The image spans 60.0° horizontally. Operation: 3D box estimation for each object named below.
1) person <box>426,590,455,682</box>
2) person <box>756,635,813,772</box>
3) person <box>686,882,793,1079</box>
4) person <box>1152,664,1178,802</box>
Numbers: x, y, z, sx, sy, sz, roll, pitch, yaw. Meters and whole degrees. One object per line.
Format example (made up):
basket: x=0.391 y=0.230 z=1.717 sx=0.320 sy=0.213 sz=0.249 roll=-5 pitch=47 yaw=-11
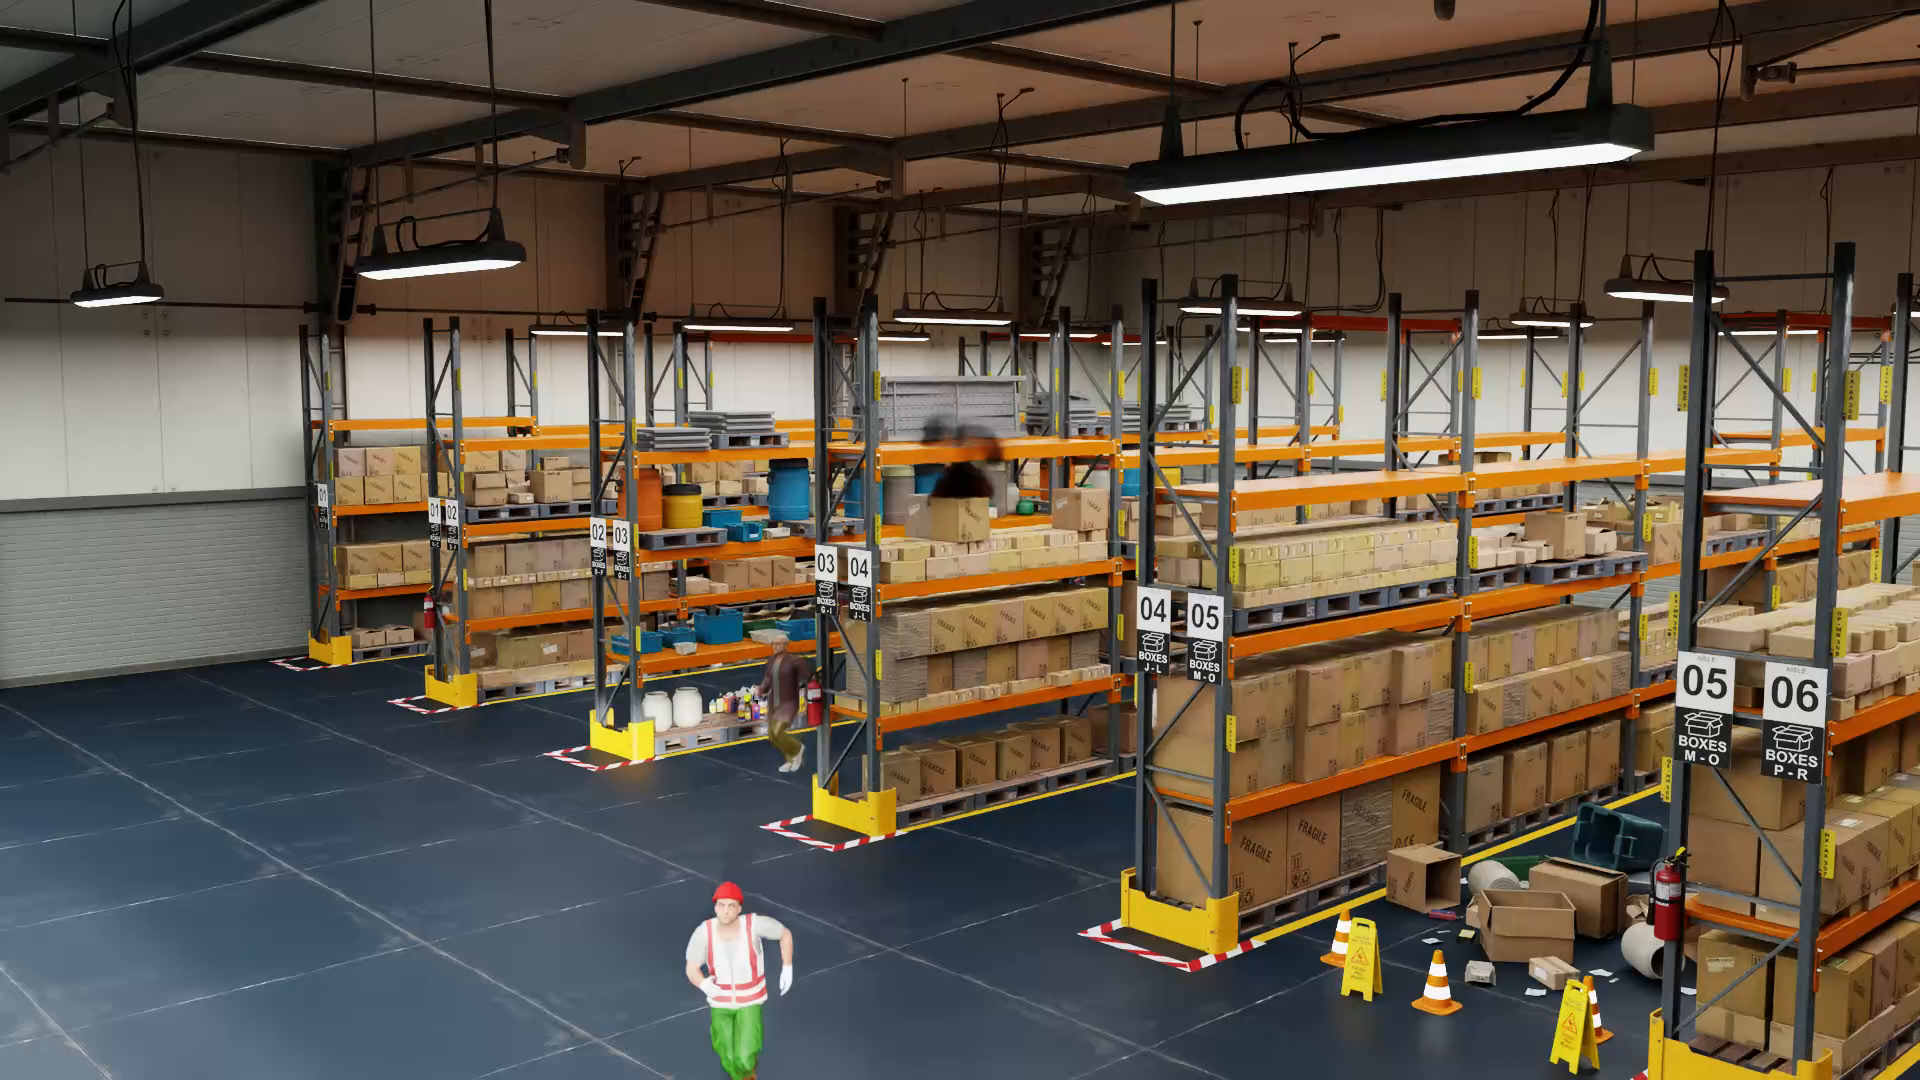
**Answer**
person: x=-8.628 y=1.598 z=27.637 sx=0.553 sy=1.563 sz=0.613 roll=5 pitch=8 yaw=41
person: x=-2.168 y=2.004 z=20.297 sx=0.713 sy=1.709 sz=0.665 roll=5 pitch=8 yaw=41
person: x=-1.507 y=3.160 z=11.273 sx=0.707 sy=1.725 sz=0.657 roll=0 pitch=6 yaw=1
person: x=2.268 y=2.243 z=17.958 sx=0.706 sy=1.792 sz=0.714 roll=4 pitch=7 yaw=33
